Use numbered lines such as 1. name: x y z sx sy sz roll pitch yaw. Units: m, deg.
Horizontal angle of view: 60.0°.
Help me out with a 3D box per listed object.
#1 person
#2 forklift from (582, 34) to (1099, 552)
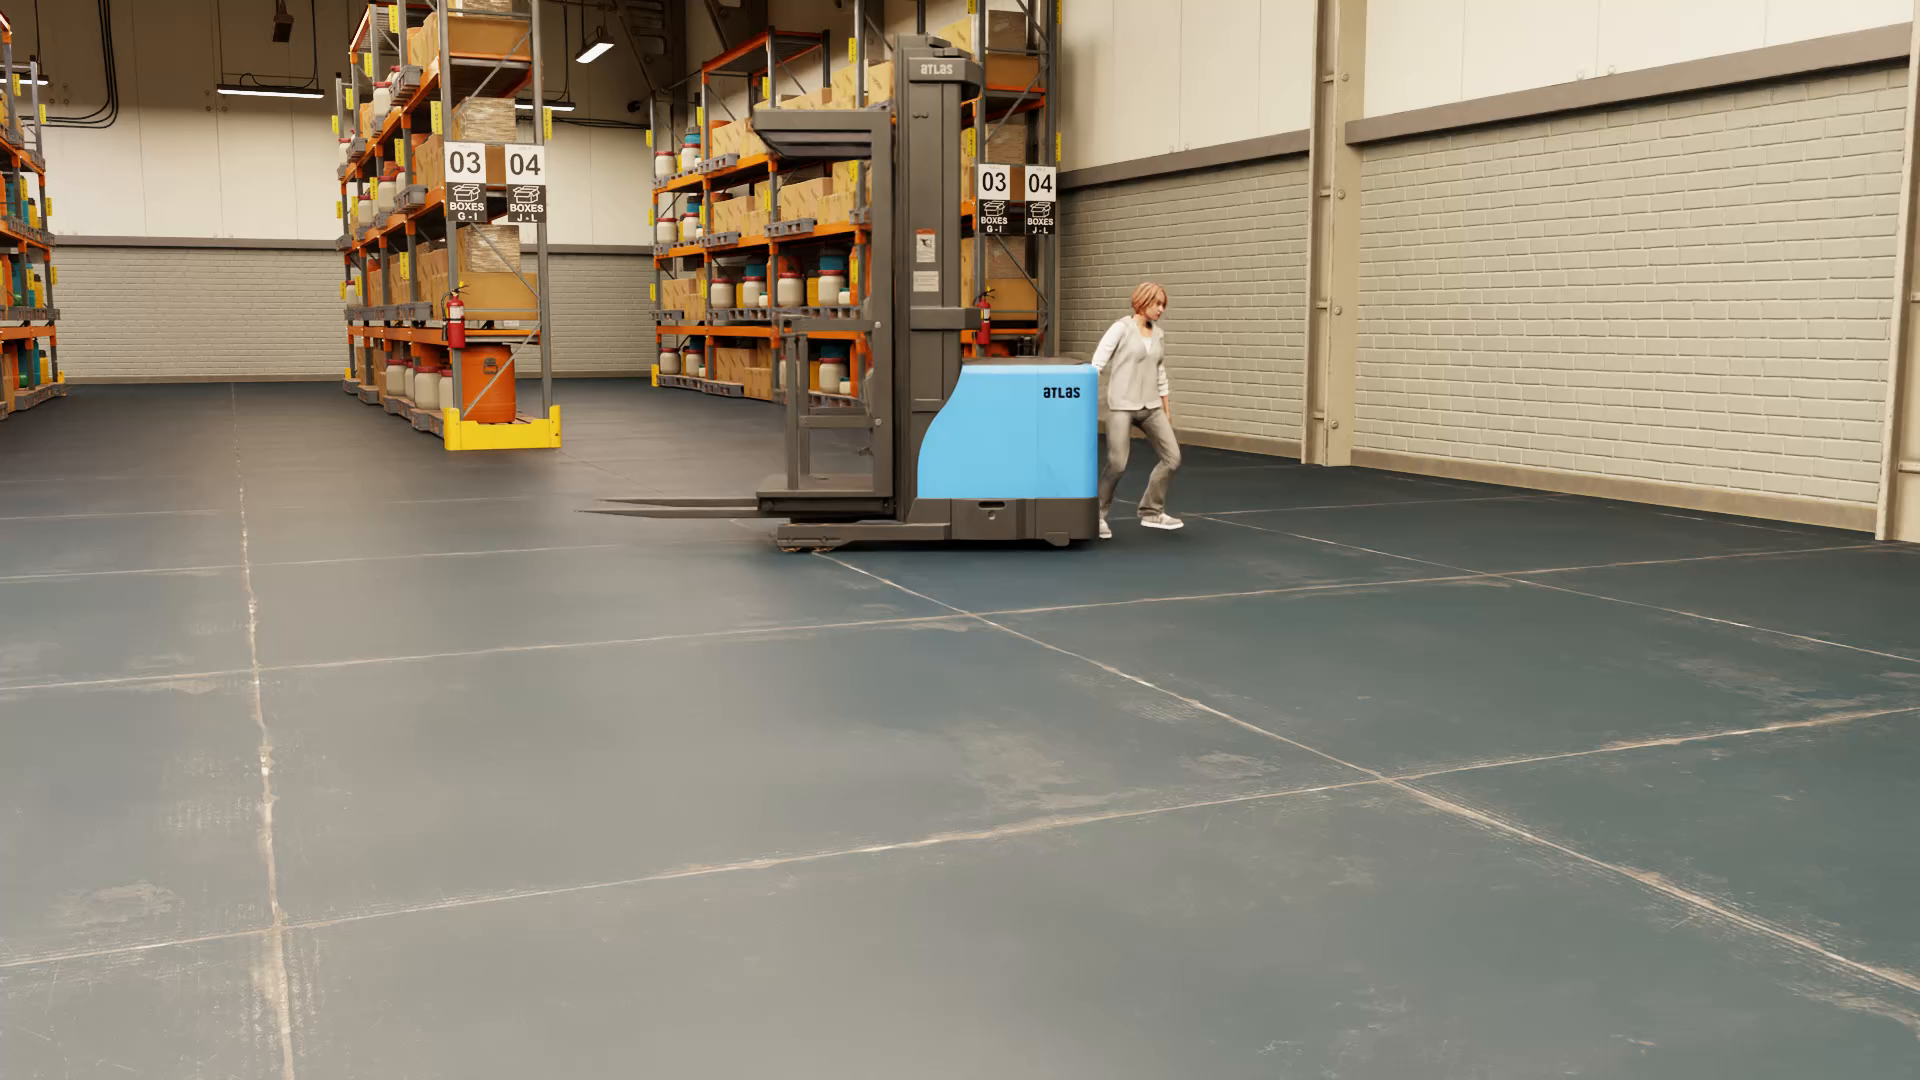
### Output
1. person: 1.019 -0.794 10.244 0.730 1.558 0.434 -3 8 -24
2. forklift: -0.710 -1.451 9.946 3.031 2.935 1.130 0 8 -1
